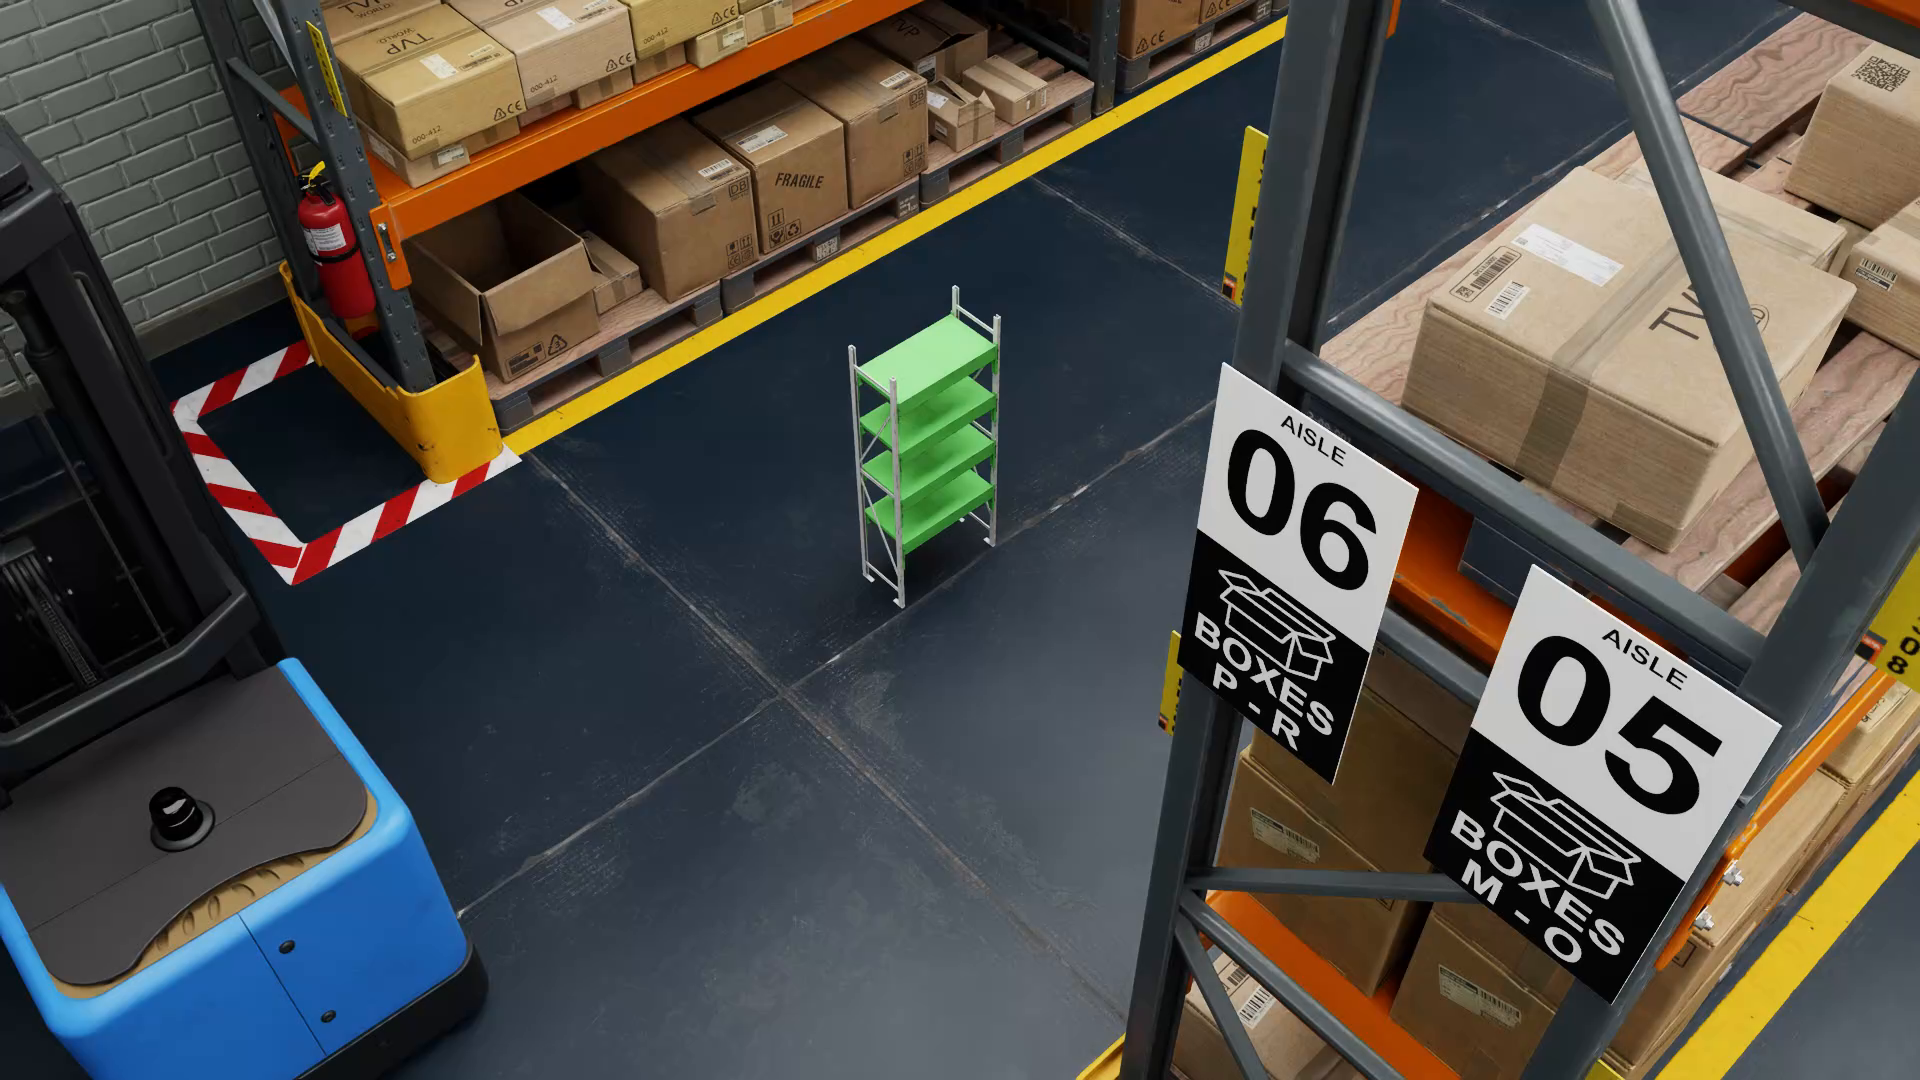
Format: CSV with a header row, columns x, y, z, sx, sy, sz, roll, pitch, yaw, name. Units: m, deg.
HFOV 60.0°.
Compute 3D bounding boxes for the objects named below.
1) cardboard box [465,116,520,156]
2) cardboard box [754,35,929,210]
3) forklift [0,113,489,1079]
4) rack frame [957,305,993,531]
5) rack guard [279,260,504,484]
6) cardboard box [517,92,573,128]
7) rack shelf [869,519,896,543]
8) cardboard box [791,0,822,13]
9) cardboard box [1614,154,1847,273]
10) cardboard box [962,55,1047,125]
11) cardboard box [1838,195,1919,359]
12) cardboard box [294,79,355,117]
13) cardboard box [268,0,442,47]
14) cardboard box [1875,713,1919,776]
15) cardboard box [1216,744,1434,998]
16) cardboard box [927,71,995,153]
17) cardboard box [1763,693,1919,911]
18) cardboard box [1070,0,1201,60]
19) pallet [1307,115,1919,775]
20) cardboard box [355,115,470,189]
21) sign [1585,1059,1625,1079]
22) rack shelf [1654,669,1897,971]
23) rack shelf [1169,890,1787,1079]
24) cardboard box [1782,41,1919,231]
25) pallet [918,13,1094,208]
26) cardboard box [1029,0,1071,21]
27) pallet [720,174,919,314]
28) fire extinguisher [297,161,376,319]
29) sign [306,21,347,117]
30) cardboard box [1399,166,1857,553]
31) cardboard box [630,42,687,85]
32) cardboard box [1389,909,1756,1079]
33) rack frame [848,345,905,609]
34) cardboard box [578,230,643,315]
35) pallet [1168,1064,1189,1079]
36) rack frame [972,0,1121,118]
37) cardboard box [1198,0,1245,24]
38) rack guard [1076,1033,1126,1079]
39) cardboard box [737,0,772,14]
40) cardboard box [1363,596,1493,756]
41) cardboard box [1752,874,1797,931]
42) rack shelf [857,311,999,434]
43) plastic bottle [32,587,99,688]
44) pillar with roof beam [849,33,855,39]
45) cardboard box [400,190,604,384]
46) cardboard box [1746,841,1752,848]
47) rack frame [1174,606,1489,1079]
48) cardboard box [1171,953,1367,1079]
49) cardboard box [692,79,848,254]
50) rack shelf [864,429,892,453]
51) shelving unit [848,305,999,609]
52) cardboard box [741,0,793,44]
x,y,z,sx,sy,sz,roll,pitch,yaw,name
-1.932,-1.678,6.482,0.250,0.149,0.380,-32,55,-26,cardboard box
-0.573,-2.059,8.078,0.500,0.500,0.700,-36,57,-28,cardboard box
0.148,1.706,3.295,2.598,2.843,10.579,-32,55,-26,forklift
0.058,-0.446,6.398,0.006,1.046,0.228,-34,56,-27,rack frame
-2.460,-0.789,7.191,0.348,0.500,1.175,-34,56,-27,rack guard
-1.760,-1.827,6.619,0.250,0.149,0.380,-34,56,-28,cardboard box
-0.122,-0.138,6.489,0.442,0.029,0.199,-34,56,-27,rack shelf
-0.777,-2.443,7.188,0.250,0.149,0.380,-34,56,-27,cardboard box
1.354,-0.532,3.030,0.380,0.149,0.250,35,56,28,cardboard box
0.229,-2.317,8.554,0.250,0.149,0.380,-35,56,-28,cardboard box
1.785,-0.423,2.929,0.250,0.149,0.380,-32,55,-26,cardboard box
-2.452,-1.824,6.616,0.250,0.149,0.380,-34,56,-28,cardboard box
-2.355,-2.021,6.527,0.500,0.250,0.500,-32,55,-26,cardboard box
2.126,0.125,3.899,0.500,0.500,0.500,-34,56,-27,cardboard box
1.004,0.682,4.065,0.500,0.500,0.500,-33,56,-27,cardboard box
-0.036,-2.180,8.349,0.258,0.266,0.396,-32,55,-26,cardboard box
1.750,0.384,3.660,0.500,0.500,0.500,-35,56,-28,cardboard box
0.952,-2.988,8.935,0.500,0.500,0.500,-31,55,-26,cardboard box
1.368,-0.261,3.023,1.213,0.211,1.003,-34,56,-27,pallet
-2.089,-1.527,6.342,0.250,0.149,0.380,-34,56,-27,cardboard box
1.195,1.083,3.121,0.005,0.325,0.100,-34,56,-27,sign
5.639,2.539,1.888,4.000,1.870,10.987,-34,56,-27,rack shelf
2.305,0.353,4.926,4.000,0.370,1.077,-34,56,-27,rack shelf
1.967,-0.778,3.146,0.500,0.311,0.500,-33,55,-27,cardboard box
-0.066,-2.292,8.775,1.213,0.211,1.003,-34,56,-27,pallet
0.904,-3.513,9.317,1.298,0.649,0.516,-32,55,-26,cardboard box
-0.969,-1.686,8.215,1.213,0.211,1.003,-34,56,-27,pallet
-2.314,-1.122,6.104,0.183,0.674,0.296,-34,56,-27,fire extinguisher
-2.151,-1.598,5.647,0.005,0.325,0.100,-34,56,-27,sign
1.098,-0.316,2.761,0.500,0.250,0.500,34,56,27,cardboard box
-1.340,-2.053,6.827,0.250,0.149,0.380,-33,55,-27,cardboard box
1.374,0.983,3.787,0.500,0.500,0.500,-34,56,-27,cardboard box
-0.303,-0.204,6.175,0.015,1.200,0.240,-34,56,-27,rack frame
-1.660,-1.214,7.537,0.250,0.149,0.380,-36,57,-28,cardboard box
1.365,1.606,5.178,1.213,0.211,1.003,-34,56,-27,pallet
0.443,-3.577,8.063,0.127,3.000,1.000,-34,56,-27,rack frame
1.340,-3.257,9.182,0.500,0.500,0.500,-34,56,-28,cardboard box
0.808,1.958,4.657,0.348,0.500,1.175,-34,56,-27,rack guard
-0.890,-2.493,6.962,0.500,0.250,0.500,-35,56,-28,cardboard box
0.956,0.219,3.371,0.250,0.149,0.380,-33,55,-27,cardboard box
1.729,0.718,4.032,0.500,0.500,0.500,-35,56,-28,cardboard box
-0.122,-0.607,5.981,0.480,0.148,0.258,-34,56,-27,rack shelf
9.067,1.616,4.124,18.896,1.306,14.148,35,56,28,plastic bottle
2.218,-3.416,3.832,0.400,9.000,9.100,-34,56,-27,pillar with roof beam
-2.000,-1.146,7.232,0.637,0.503,0.797,-36,57,-28,cardboard box
1.275,0.480,3.129,0.250,0.149,0.380,-33,55,-26,cardboard box
0.823,1.096,3.751,0.053,2.616,0.949,-34,56,-27,rack frame
1.247,1.444,4.888,0.875,0.438,0.875,-36,57,-28,cardboard box
-0.883,-1.753,7.795,0.500,0.500,0.500,-33,55,-27,cardboard box
-0.122,-0.464,6.136,0.442,0.029,0.199,-34,56,-27,rack shelf
7.177,1.156,4.921,8.595,1.200,13.061,-34,56,-27,shelving unit
-0.921,-2.278,7.035,0.250,0.149,0.380,-33,55,-26,cardboard box
